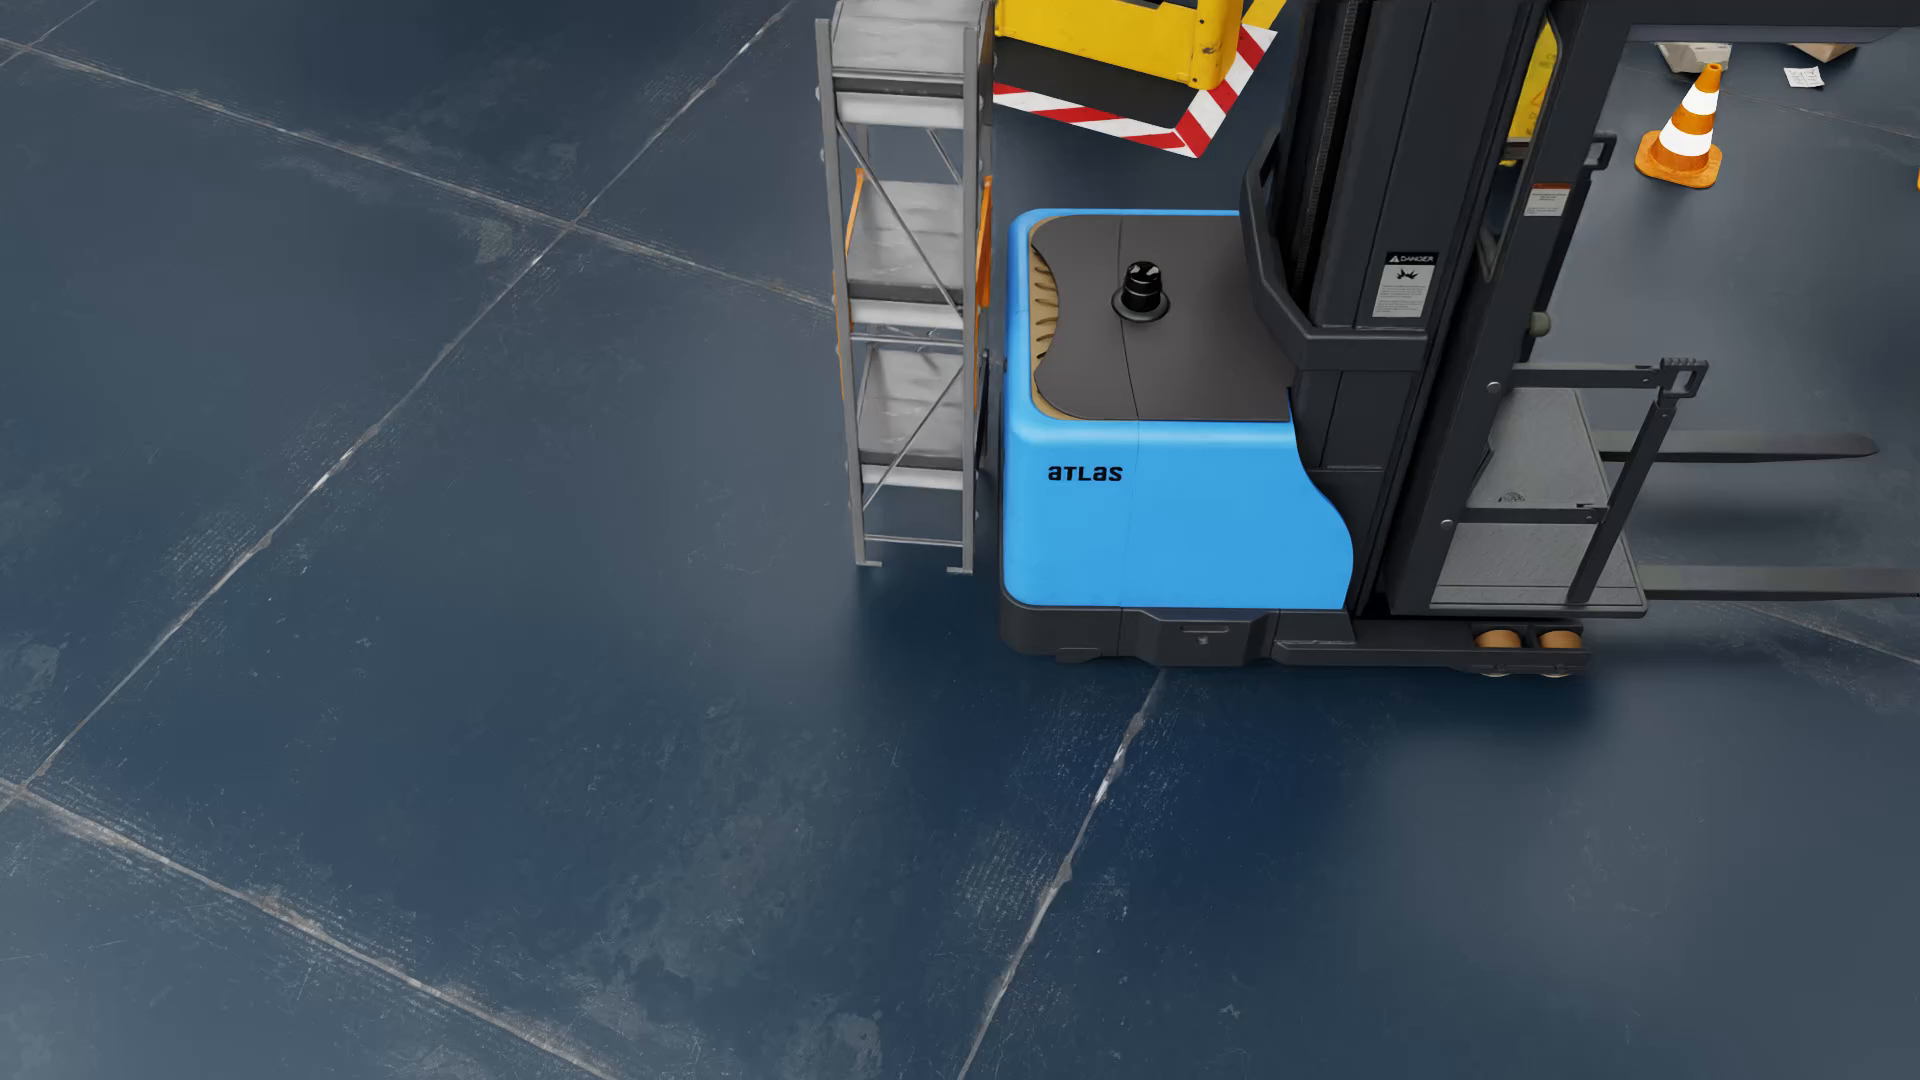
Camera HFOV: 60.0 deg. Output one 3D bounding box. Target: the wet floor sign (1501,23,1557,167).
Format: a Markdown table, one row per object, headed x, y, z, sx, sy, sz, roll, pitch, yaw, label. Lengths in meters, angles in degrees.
| x | y | z | sx | sy | sz | roll | pitch | yaw | label |
| --- | --- | --- | --- | --- | --- | --- | --- | --- | --- |
| 2.472 | -1.873 | 6.920 | 0.267 | 0.644 | 0.232 | 12 | 51 | 10 | wet floor sign |

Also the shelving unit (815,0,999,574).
| x | y | z | sx | sy | sz | roll | pitch | yaw | label |
| --- | --- | --- | --- | --- | --- | --- | --- | --- | --- |
| -0.132 | -0.767 | 5.023 | 0.431 | 2.100 | 0.503 | 4 | 50 | 4 | shelving unit |

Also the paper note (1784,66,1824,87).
| x | y | z | sx | sy | sz | roll | pitch | yaw | label |
| --- | --- | --- | --- | --- | --- | --- | --- | --- | --- |
| 3.817 | -2.096 | 7.513 | 0.148 | 0.019 | 0.142 | 4 | 50 | 3 | paper note |

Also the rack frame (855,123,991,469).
| x | y | z | sx | sy | sz | roll | pitch | yaw | label |
| --- | --- | --- | --- | --- | --- | --- | --- | --- | --- |
| -0.108 | -0.953 | 5.180 | 0.400 | 2.100 | 0.015 | 4 | 50 | 4 | rack frame |

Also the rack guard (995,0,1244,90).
| x | y | z | sx | sy | sz | roll | pitch | yaw | label |
| --- | --- | --- | --- | --- | --- | --- | --- | --- | --- |
| 0.684 | -2.474 | 7.527 | 1.175 | 0.500 | 0.348 | 20 | 52 | 16 | rack guard |

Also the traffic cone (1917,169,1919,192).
| x | y | z | sx | sy | sz | roll | pitch | yaw | label |
| --- | --- | --- | --- | --- | --- | --- | --- | --- | --- |
| 4.230 | -1.653 | 6.853 | 0.336 | 0.463 | 0.334 | 20 | 52 | 16 | traffic cone |

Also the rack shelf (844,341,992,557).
| x | y | z | sx | sy | sz | roll | pitch | yaw | label |
| --- | --- | --- | --- | --- | --- | --- | --- | --- | --- |
| -0.132 | -0.307 | 5.568 | 0.431 | 0.518 | 0.480 | 4 | 50 | 4 | rack shelf |

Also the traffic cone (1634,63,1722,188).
| x | y | z | sx | sy | sz | roll | pitch | yaw | label |
| --- | --- | --- | --- | --- | --- | --- | --- | --- | --- |
| 3.081 | -1.780 | 6.961 | 0.336 | 0.463 | 0.334 | 20 | 52 | 16 | traffic cone |

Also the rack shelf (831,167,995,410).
| x | y | z | sx | sy | sz | roll | pitch | yaw | label |
| --- | --- | --- | --- | --- | --- | --- | --- | --- | --- |
| -0.132 | -0.758 | 5.034 | 0.431 | 0.518 | 0.480 | 4 | 50 | 4 | rack shelf |

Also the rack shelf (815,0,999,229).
| x | y | z | sx | sy | sz | roll | pitch | yaw | label |
| --- | --- | --- | --- | --- | --- | --- | --- | --- | --- |
| -0.132 | -1.210 | 4.499 | 0.431 | 0.518 | 0.480 | 4 | 50 | 4 | rack shelf |

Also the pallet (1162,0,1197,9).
| x | y | z | sx | sy | sz | roll | pitch | yaw | label |
| --- | --- | --- | --- | --- | --- | --- | --- | --- | --- |
| 0.965 | -2.973 | 8.141 | 1.003 | 0.211 | 1.213 | 20 | 52 | 16 | pallet |

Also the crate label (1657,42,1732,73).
| x | y | z | sx | sy | sz | roll | pitch | yaw | label |
| --- | --- | --- | --- | --- | --- | --- | --- | --- | --- |
| 3.361 | -2.236 | 7.563 | 0.250 | 0.136 | 0.298 | -4 | 50 | -3 | crate label |

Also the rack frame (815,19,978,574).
| x | y | z | sx | sy | sz | roll | pitch | yaw | label |
| --- | --- | --- | --- | --- | --- | --- | --- | --- | --- |
| -0.156 | -0.582 | 4.866 | 0.400 | 2.100 | 0.015 | 4 | 50 | 4 | rack frame |

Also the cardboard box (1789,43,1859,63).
| x | y | z | sx | sy | sz | roll | pitch | yaw | label |
| --- | --- | --- | --- | --- | --- | --- | --- | --- | --- |
| 3.946 | -2.395 | 7.690 | 0.250 | 0.149 | 0.380 | -28 | 55 | -22 | cardboard box |

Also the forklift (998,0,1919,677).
| x | y | z | sx | sy | sz | roll | pitch | yaw | label |
| --- | --- | --- | --- | --- | --- | --- | --- | --- | --- |
| 1.647 | -0.918 | 4.606 | 3.031 | 2.935 | 1.130 | 1 | 50 | 1 | forklift |

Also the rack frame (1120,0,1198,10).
| x | y | z | sx | sy | sz | roll | pitch | yaw | label |
| --- | --- | --- | --- | --- | --- | --- | --- | --- | --- |
| 0.694 | -3.301 | 6.589 | 1.000 | 3.000 | 0.127 | 20 | 52 | 16 | rack frame |
